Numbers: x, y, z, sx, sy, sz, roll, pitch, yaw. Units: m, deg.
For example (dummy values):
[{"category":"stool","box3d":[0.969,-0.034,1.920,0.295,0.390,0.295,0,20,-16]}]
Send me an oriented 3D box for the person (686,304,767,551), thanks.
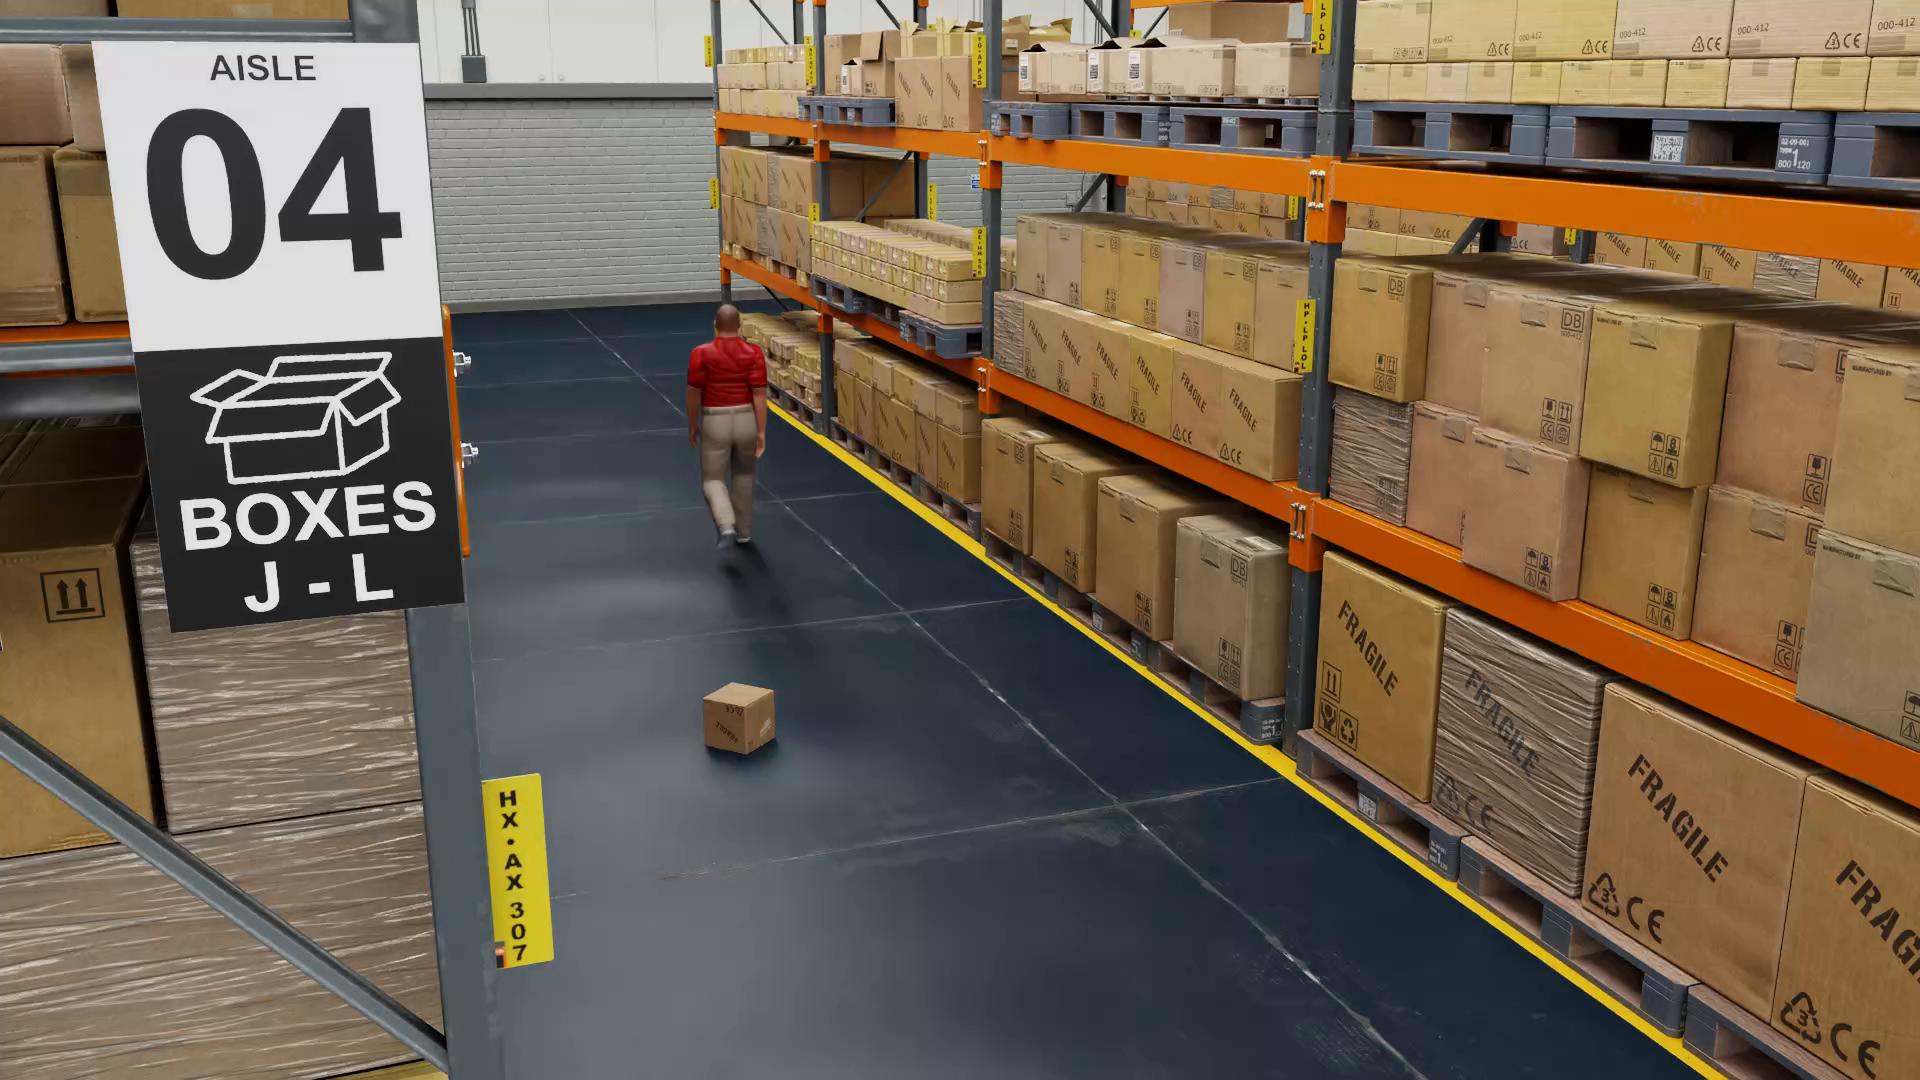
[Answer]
[{"category":"person","box3d":[-1.571,-0.753,11.249,0.534,1.686,0.914,-4,16,-15]}]
